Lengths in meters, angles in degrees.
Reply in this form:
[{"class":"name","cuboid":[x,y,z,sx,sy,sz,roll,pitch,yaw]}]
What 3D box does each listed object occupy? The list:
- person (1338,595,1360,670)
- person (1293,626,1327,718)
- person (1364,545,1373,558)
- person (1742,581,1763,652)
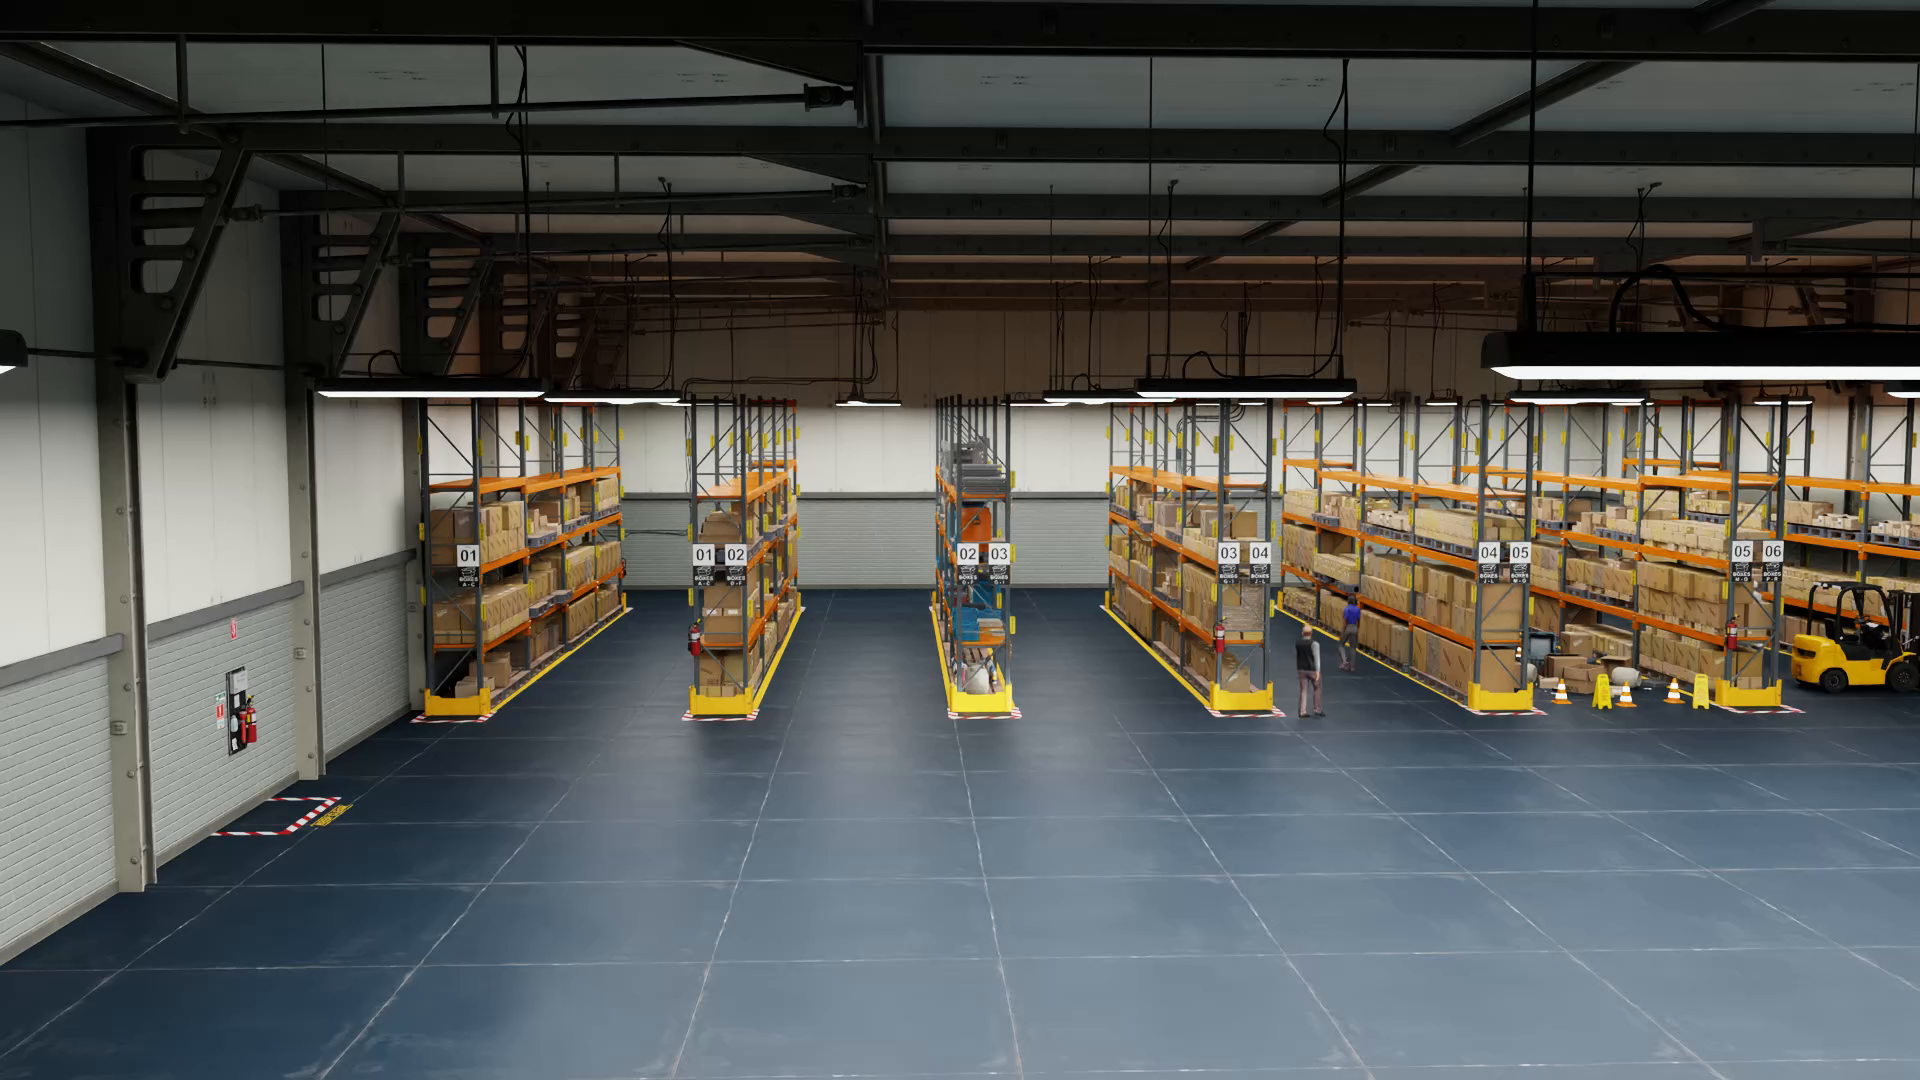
[{"class":"person","cuboid":[8.514,2.022,36.371,0.506,1.650,0.442,0,4,-2]},{"class":"person","cuboid":[6.497,2.439,30.904,0.560,1.734,0.635,3,6,36]},{"class":"person","cuboid":[12.385,0.984,50.355,0.597,1.647,0.450,-2,5,-27]},{"class":"person","cuboid":[18.265,1.837,38.192,0.508,1.806,0.543,-1,5,-15]}]
